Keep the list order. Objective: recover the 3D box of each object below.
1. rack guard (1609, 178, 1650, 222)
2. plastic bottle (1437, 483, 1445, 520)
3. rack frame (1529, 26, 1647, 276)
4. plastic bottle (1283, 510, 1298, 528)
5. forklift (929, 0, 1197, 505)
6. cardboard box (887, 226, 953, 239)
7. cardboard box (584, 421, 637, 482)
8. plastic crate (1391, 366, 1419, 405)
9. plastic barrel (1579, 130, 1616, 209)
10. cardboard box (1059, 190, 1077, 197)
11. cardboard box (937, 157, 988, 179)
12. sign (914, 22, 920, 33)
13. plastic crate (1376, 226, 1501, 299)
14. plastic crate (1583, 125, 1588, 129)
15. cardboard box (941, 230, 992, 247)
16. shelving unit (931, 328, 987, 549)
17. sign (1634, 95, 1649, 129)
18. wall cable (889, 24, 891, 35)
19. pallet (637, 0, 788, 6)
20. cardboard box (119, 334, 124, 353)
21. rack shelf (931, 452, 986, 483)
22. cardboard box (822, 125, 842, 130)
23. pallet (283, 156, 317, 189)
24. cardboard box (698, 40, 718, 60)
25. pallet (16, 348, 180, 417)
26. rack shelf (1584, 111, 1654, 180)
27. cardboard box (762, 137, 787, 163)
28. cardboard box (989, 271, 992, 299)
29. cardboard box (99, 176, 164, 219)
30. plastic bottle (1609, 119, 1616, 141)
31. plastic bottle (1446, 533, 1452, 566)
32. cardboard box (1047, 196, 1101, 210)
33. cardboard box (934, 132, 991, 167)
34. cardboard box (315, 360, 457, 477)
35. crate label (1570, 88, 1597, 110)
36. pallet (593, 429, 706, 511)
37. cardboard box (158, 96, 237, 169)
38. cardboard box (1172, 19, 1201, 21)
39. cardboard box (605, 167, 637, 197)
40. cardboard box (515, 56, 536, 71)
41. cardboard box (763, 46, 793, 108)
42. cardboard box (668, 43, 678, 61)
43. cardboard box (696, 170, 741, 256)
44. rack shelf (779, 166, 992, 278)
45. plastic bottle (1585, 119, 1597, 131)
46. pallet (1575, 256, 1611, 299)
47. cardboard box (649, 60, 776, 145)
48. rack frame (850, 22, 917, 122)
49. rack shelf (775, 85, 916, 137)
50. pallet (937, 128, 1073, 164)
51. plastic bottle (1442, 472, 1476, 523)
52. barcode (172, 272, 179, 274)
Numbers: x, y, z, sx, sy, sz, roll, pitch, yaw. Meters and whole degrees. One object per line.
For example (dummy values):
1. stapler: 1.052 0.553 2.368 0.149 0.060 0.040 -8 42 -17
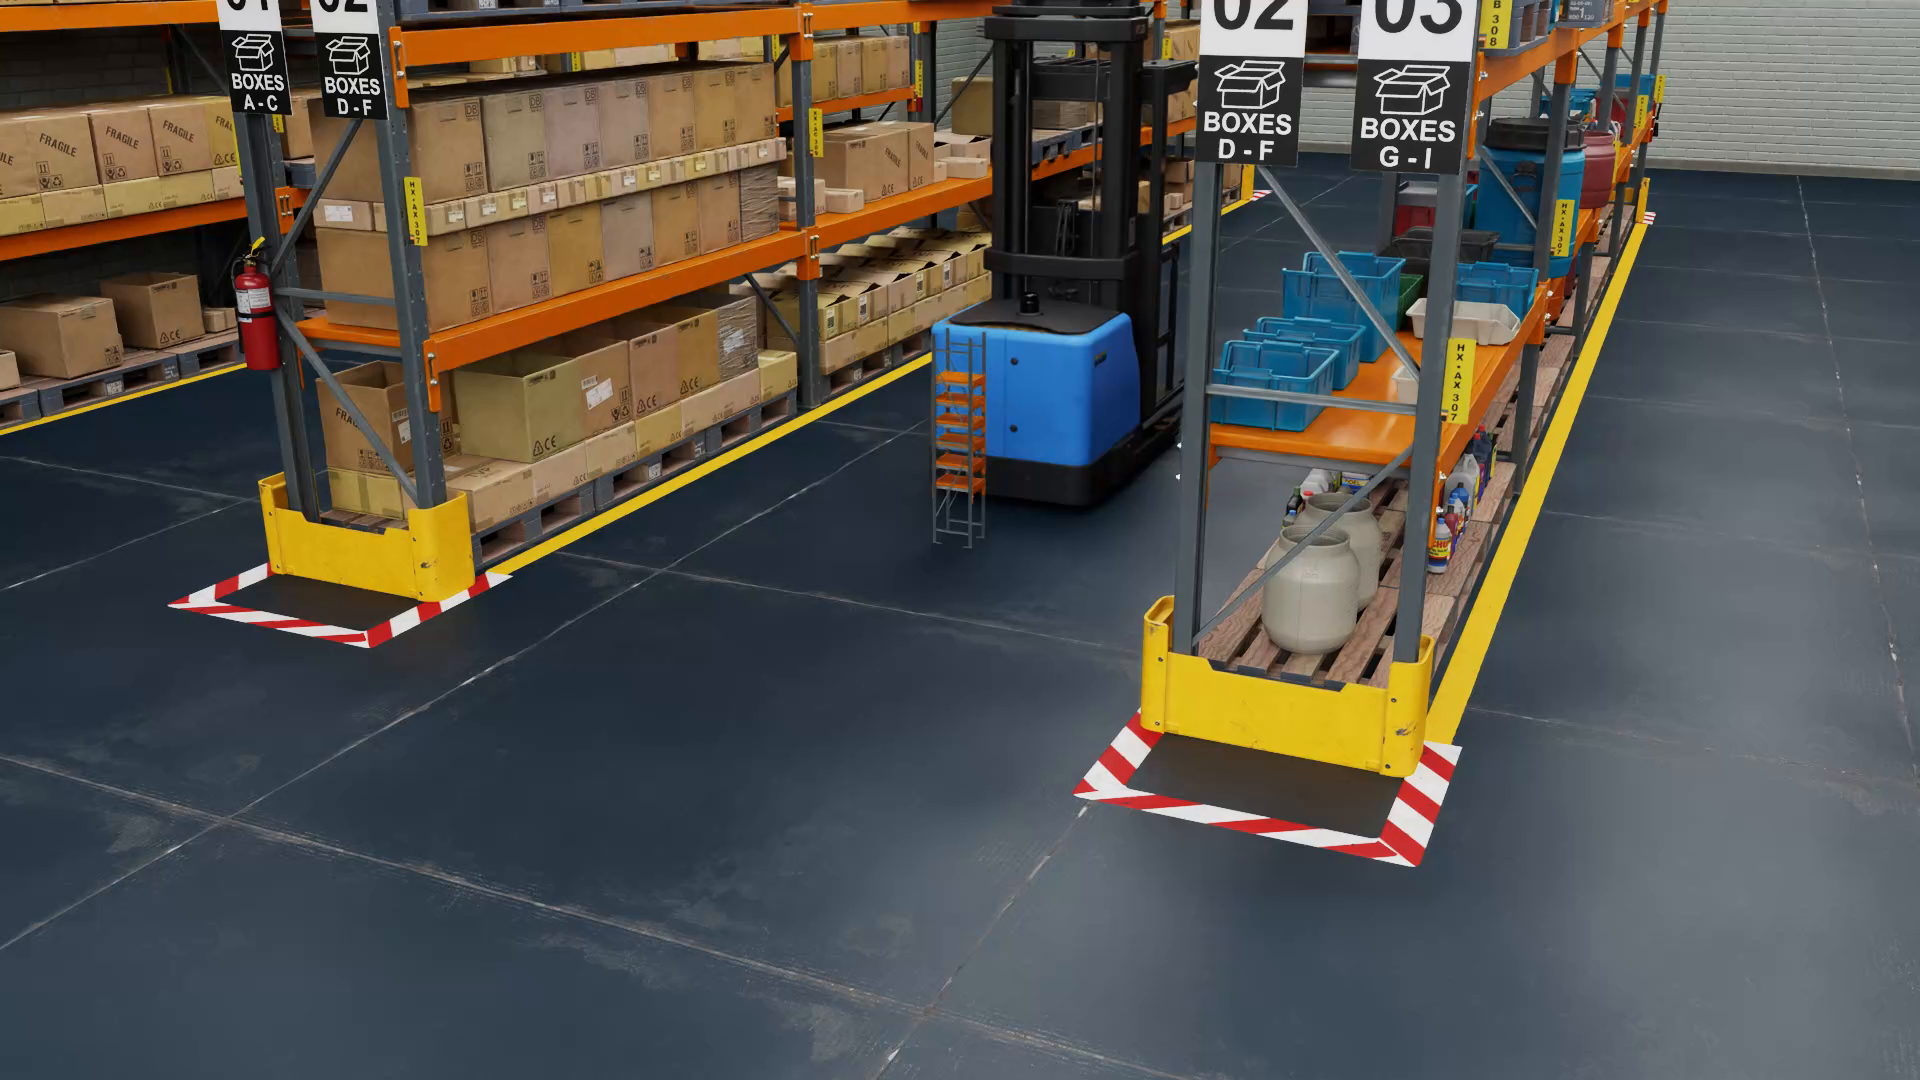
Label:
1. rack guard: 7.926 -4.267 20.721 1.175 0.500 0.348 9 21 23
2. plastic bottle: 2.634 -0.266 9.138 0.061 0.283 0.133 9 21 23
3. rack frame: 6.290 -4.213 16.838 1.000 3.000 0.127 9 21 23
4. plastic bottle: 1.728 -0.055 8.666 0.097 0.201 0.097 0 20 0
5. forklift: 0.857 -2.041 10.833 1.130 2.935 3.031 8 21 22
6. cardboard box: -0.348 -2.718 15.274 0.500 0.311 0.500 9 22 25
7. cardboard box: -2.313 -0.567 10.064 0.500 0.250 0.500 9 21 23
8. plastic crate: 2.036 -0.650 7.213 0.298 0.136 0.250 9 21 23
9. plastic barrel: 4.738 -2.871 12.861 0.600 0.536 0.708 9 21 23
10. cardboard box: 0.932 -3.492 17.886 0.500 0.500 0.500 9 21 23
11. cardboard box: 0.018 -3.240 14.477 0.380 0.149 0.250 9 21 23
12. sign: -0.621 -7.373 23.644 0.100 0.325 0.005 9 21 23
13. plastic crate: 2.683 -1.595 9.571 0.767 0.338 0.504 9 21 23
14. plastic crate: 6.611 -4.240 17.217 0.396 0.136 0.243 9 21 23
15. cardboard box: 0.144 -2.644 15.065 0.500 0.311 0.500 9 22 24
16. shelving unit: -0.006 -0.561 9.255 0.258 1.200 0.189 9 21 23
17. sign: 6.791 -4.267 16.578 0.100 0.325 0.005 9 21 23
18. wall cable: -1.449 -7.795 25.394 0.084 1.984 1.851 9 21 23
19. pallet: -1.830 -3.555 10.645 1.003 0.211 1.213 9 21 23
20. cardboard box: -6.698 -1.505 12.821 0.380 0.149 0.250 7 21 18
21. rack shelf: -0.006 -0.406 9.310 0.258 0.103 0.180 9 21 23
22. cardboard box: -1.851 -5.649 23.013 0.380 0.149 0.250 9 21 23
23. pallet: -5.579 -3.250 14.417 1.003 0.211 1.213 9 21 23
24. cardboard box: -3.134 -5.633 19.090 0.500 0.250 0.500 9 21 24
25. pallet: -6.766 -1.228 12.608 1.003 0.211 1.213 9 21 23
26. rack shelf: 7.109 -4.485 18.678 1.077 0.370 4.000 9 21 23
27. cardboard box: -1.420 -2.688 11.434 0.380 0.149 0.250 9 21 23
28. cardboard box: 0.141 -2.379 15.158 0.500 0.250 0.500 9 22 24
29. cardboard box: -6.346 -2.572 12.418 0.500 0.250 0.500 8 21 22
30. plastic bottle: 6.136 -3.807 15.771 0.144 0.351 0.185 9 21 23
31. plastic bottle: 2.445 0.024 8.446 0.097 0.201 0.097 0 20 0
32. cardboard box: 1.209 -3.274 17.272 0.500 0.500 0.500 8 21 21
33. cardboard box: -0.055 -3.524 15.033 0.500 0.311 0.500 10 22 26
34. cardboard box: -3.194 -0.686 9.278 0.500 0.500 0.500 9 21 23
35. crate label: 7.526 -5.355 20.209 0.416 0.233 0.303 9 21 23
36. pallet: -2.366 -0.523 10.623 1.003 0.211 1.213 9 21 23
37. cardboard box: -5.936 -3.232 13.154 0.500 0.500 0.500 8 21 23
38. cardboard box: 2.988 -6.535 21.727 0.500 0.500 0.500 9 22 24
39. cardboard box: -2.154 -2.138 9.887 0.380 0.149 0.250 9 21 23
40. cardboard box: -4.501 -4.800 16.715 0.380 0.149 0.250 6 20 16
41. cardboard box: -2.512 -5.877 21.070 0.980 0.700 0.700 9 21 24
42. cardboard box: -3.342 -5.478 18.652 0.500 0.250 0.500 8 21 22
43. cardboard box: -1.890 -2.197 11.019 0.700 0.500 0.500 8 21 22
44. rack shelf: -0.685 -2.721 13.716 1.077 0.370 4.000 9 21 23
45. plastic bottle: 6.005 -3.827 15.827 0.144 0.351 0.185 9 21 23
46. pallet: 5.936 -2.669 16.658 1.003 0.211 1.213 9 21 23
47. cardboard box: -1.680 -2.970 11.258 0.700 0.500 0.500 9 21 23
48. rack frame: -1.111 -6.795 24.099 1.000 3.000 0.127 9 21 23
49. rack shelf: -1.930 -5.845 22.500 1.077 0.370 4.000 9 21 23
50. pallet: 0.348 -3.797 15.956 1.213 0.211 1.003 9 21 23
51. plastic bottle: 2.732 -0.248 9.099 0.152 0.276 0.135 9 21 24
52. barcode: -6.465 -2.175 13.704 0.001 0.075 0.075 9 21 23
